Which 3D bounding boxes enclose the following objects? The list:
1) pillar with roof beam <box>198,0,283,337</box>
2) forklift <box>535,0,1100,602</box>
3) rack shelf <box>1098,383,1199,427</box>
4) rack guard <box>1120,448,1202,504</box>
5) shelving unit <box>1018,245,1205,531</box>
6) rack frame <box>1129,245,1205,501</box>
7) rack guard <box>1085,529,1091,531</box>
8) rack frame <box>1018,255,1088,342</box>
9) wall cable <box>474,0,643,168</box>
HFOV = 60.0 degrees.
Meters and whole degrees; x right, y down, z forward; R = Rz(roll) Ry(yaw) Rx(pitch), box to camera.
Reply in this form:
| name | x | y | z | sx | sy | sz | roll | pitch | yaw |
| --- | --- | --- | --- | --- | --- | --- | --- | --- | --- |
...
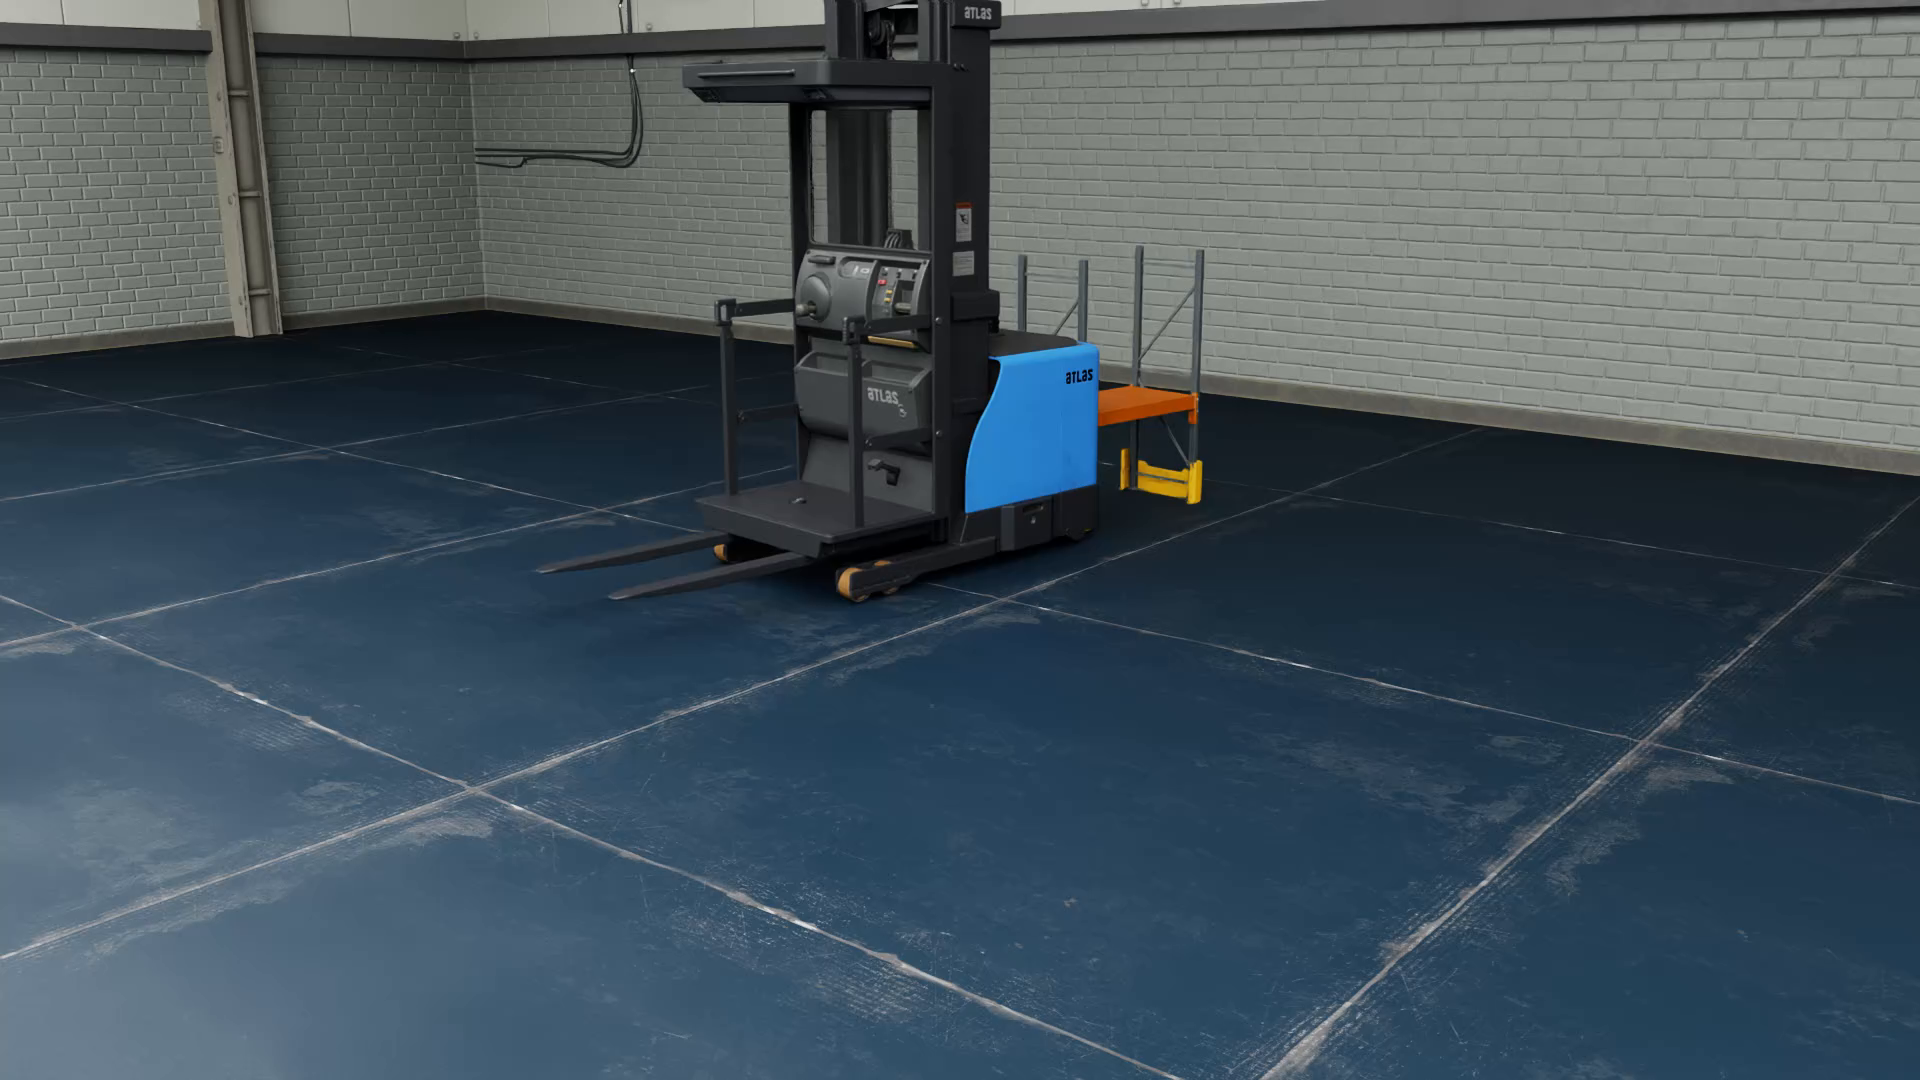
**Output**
| name | x | y | z | sx | sy | sz | roll | pitch | yaw |
| --- | --- | --- | --- | --- | --- | --- | --- | --- | --- |
| pillar with roof beam | -4.143 | -5.890 | 14.034 | 9.100 | 9.000 | 0.400 | 11 | 18 | 38 |
| forklift | -0.644 | -1.267 | 8.157 | 3.031 | 2.935 | 1.130 | -13 | 19 | -42 |
| rack shelf | 0.876 | -0.744 | 9.735 | 1.000 | 0.185 | 0.538 | -13 | 19 | -42 |
| rack guard | 1.227 | -0.396 | 10.175 | 0.087 | 0.250 | 0.587 | -13 | 19 | -42 |
| shelving unit | 0.869 | -0.917 | 9.685 | 1.083 | 1.500 | 0.587 | -13 | 19 | -42 |
| rack frame | 1.240 | -1.005 | 10.034 | 0.032 | 1.500 | 0.500 | -13 | 19 | -42 |
| rack guard | 0.512 | -0.225 | 9.502 | 0.087 | 0.250 | 0.587 | -13 | 19 | -42 |
| rack frame | 0.511 | -0.831 | 9.348 | 0.032 | 1.500 | 0.500 | -13 | 19 | -42 |
| wall cable | -4.611 | -5.411 | 18.454 | 3.097 | 2.526 | 0.112 | 11 | 18 | 38 |
